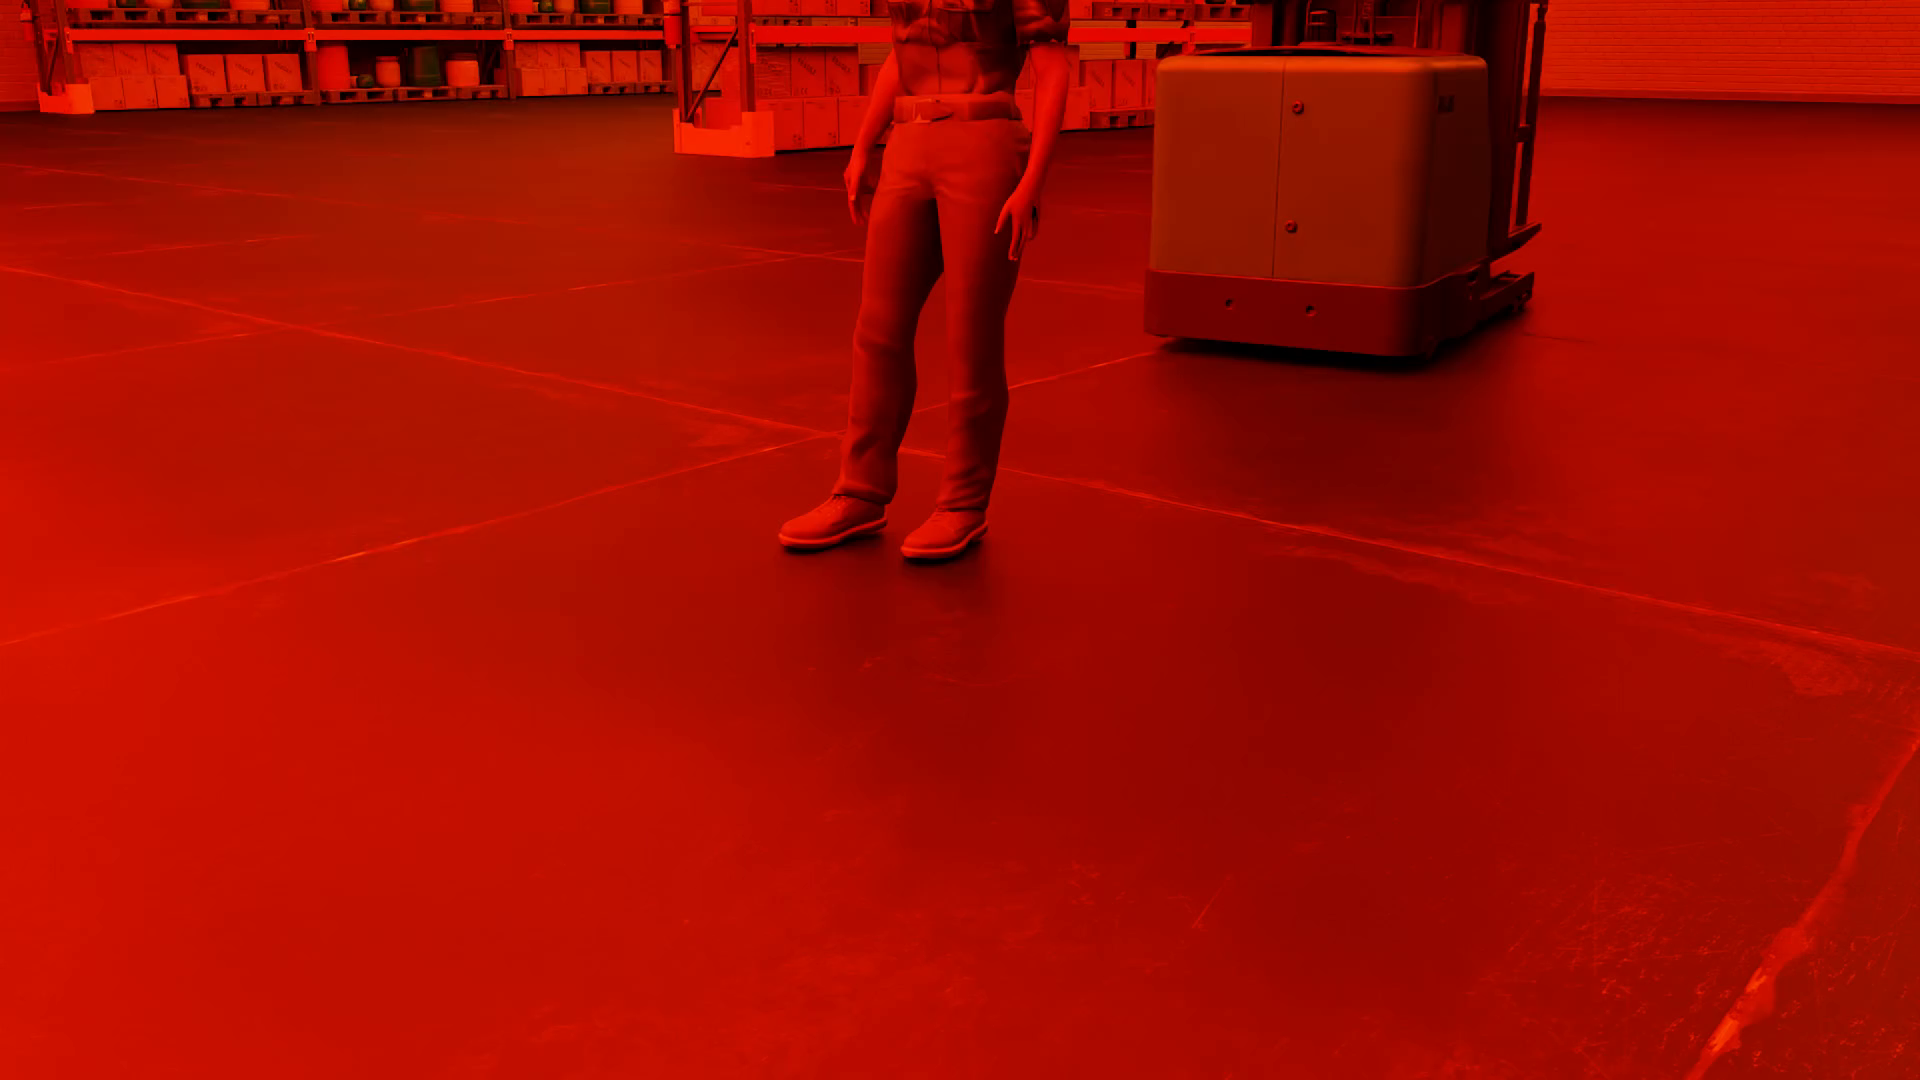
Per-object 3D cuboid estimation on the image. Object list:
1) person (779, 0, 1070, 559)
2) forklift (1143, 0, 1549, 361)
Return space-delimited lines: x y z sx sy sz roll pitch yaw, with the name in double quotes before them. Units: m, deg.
"person" -0.071 -0.782 3.647 0.569 1.654 0.504 13 21 37
"forklift" 1.860 -2.420 6.867 1.130 2.935 3.031 9 19 28
